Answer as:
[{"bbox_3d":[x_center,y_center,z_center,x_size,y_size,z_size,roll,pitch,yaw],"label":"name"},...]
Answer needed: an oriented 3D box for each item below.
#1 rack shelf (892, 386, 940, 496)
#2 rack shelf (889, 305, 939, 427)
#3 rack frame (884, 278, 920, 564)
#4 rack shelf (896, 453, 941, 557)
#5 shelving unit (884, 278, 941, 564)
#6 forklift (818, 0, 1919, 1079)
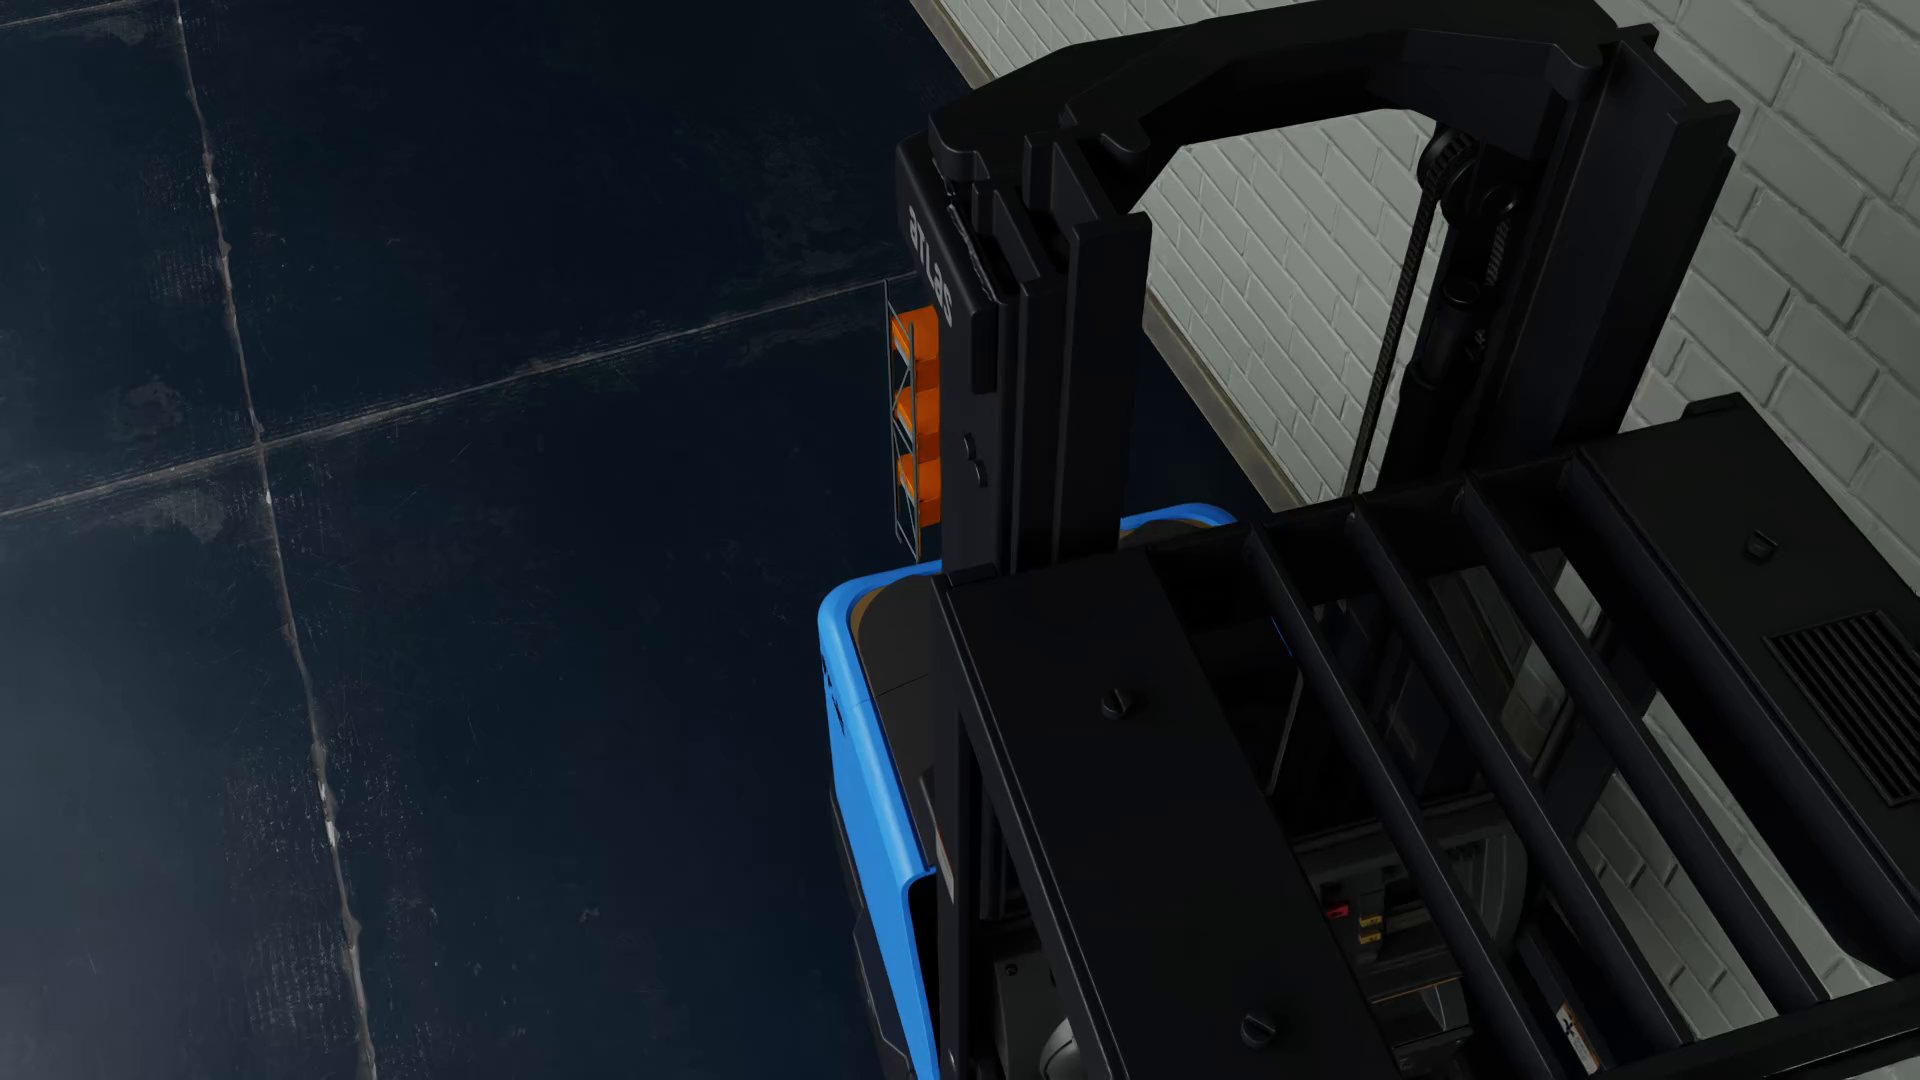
[{"bbox_3d":[-0.050,-0.320,4.847,0.240,0.259,0.215,-17,52,-14],"label":"rack shelf"},{"bbox_3d":[-0.050,-0.505,4.631,0.240,0.259,0.215,-17,52,-14],"label":"rack shelf"},{"bbox_3d":[-0.162,-0.292,4.808,0.008,1.050,0.200,-17,52,-14],"label":"rack frame"},{"bbox_3d":[-0.050,-0.139,5.057,0.240,0.259,0.215,-17,52,-14],"label":"rack shelf"},{"bbox_3d":[-0.050,-0.327,4.839,0.252,1.050,0.215,-17,52,-14],"label":"shelving unit"},{"bbox_3d":[0.571,0.817,2.616,1.130,2.935,3.031,-13,51,-11],"label":"forklift"}]
